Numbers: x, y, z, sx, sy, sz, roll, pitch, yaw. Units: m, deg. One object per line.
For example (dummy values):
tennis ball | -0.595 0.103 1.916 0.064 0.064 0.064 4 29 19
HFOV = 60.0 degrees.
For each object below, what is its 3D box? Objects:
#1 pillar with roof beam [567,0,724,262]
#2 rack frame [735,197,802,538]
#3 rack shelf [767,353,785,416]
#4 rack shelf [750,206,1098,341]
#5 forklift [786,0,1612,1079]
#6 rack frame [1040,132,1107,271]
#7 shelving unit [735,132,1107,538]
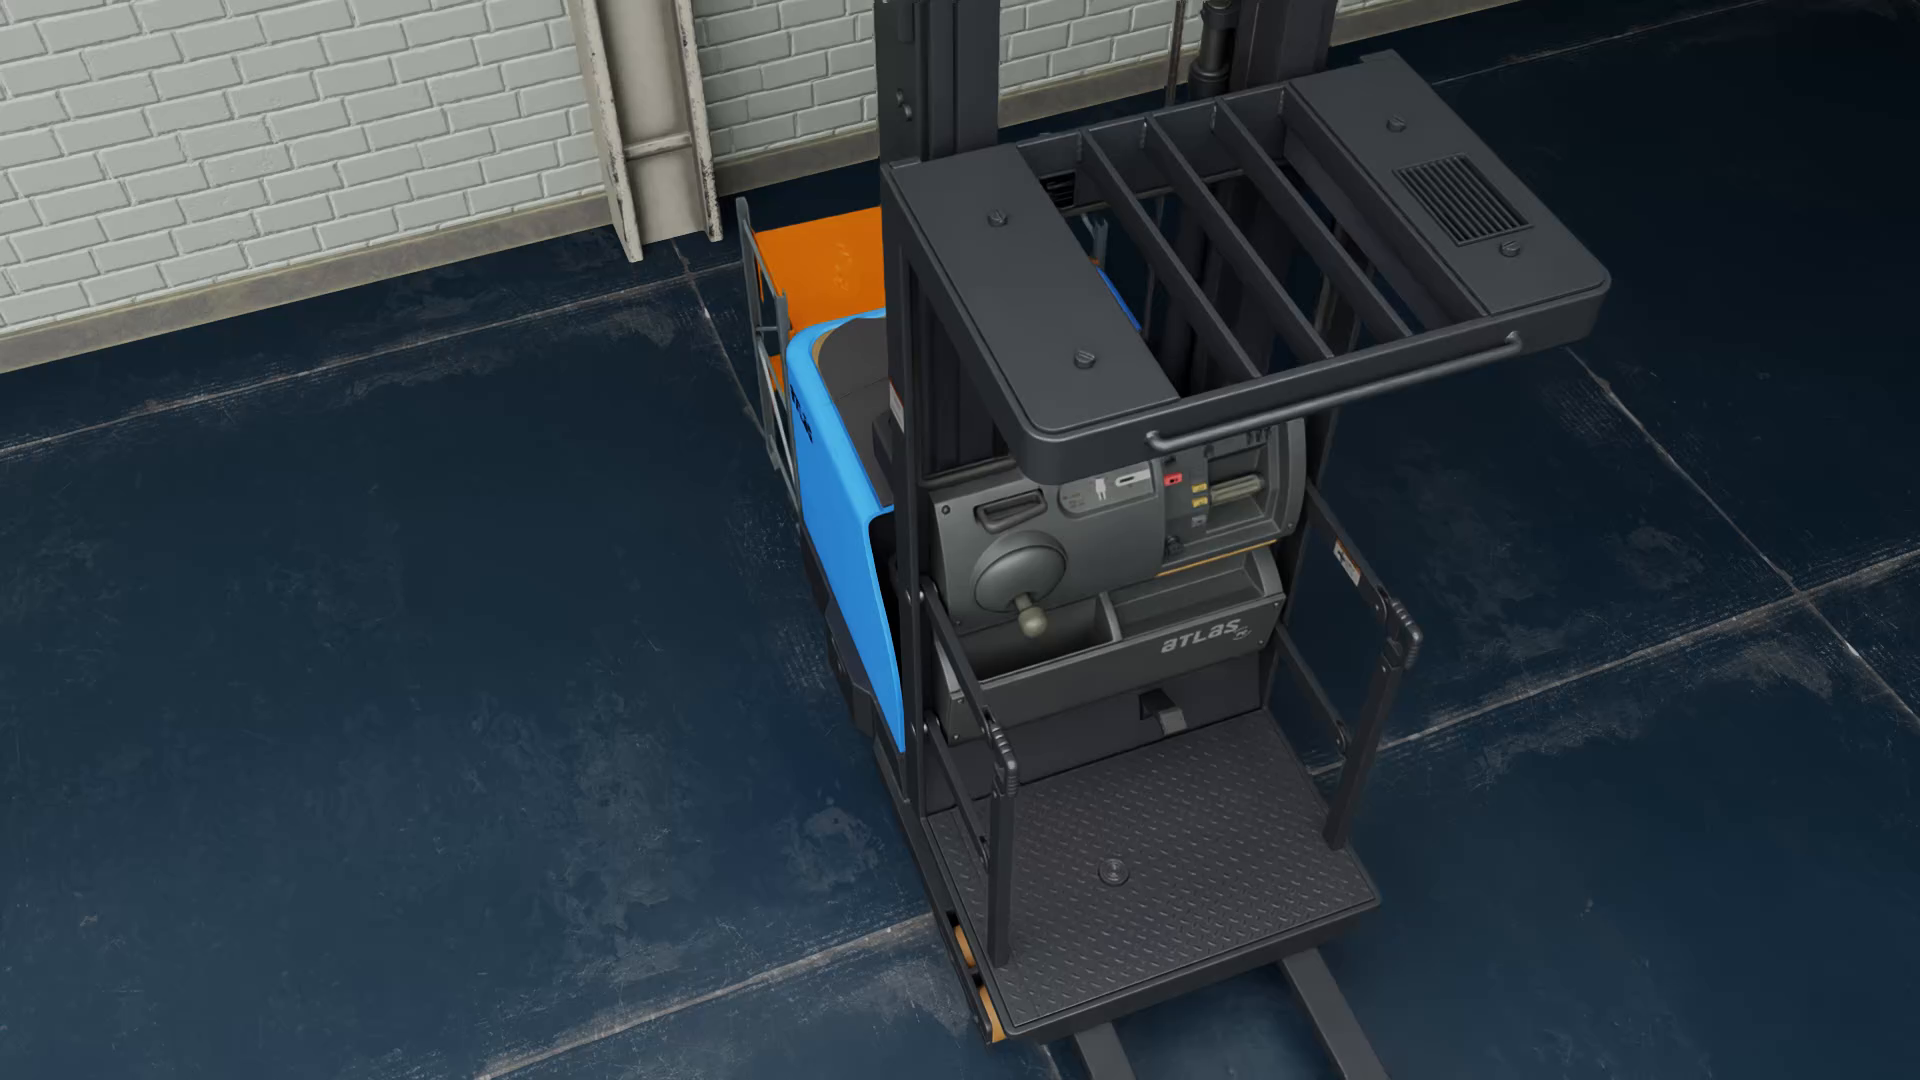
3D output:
pillar with roof beam | 0.422 -1.192 0.842 0.400 9.000 9.100 -17 52 -14
rack frame | -0.604 -0.523 5.458 0.032 1.125 0.500 -15 51 -12
rack shelf | -0.125 -0.491 5.753 1.000 0.278 0.538 -15 51 -12
rack shelf | -0.125 -0.841 5.345 1.000 0.278 0.538 -15 51 -12
forklift | 0.465 0.051 3.774 1.130 2.935 3.031 -16 51 -13
rack frame | 0.355 -0.778 5.677 0.032 1.125 0.500 -15 51 -12
shelving unit | -0.125 -0.650 5.567 1.048 1.125 0.538 -15 51 -12
